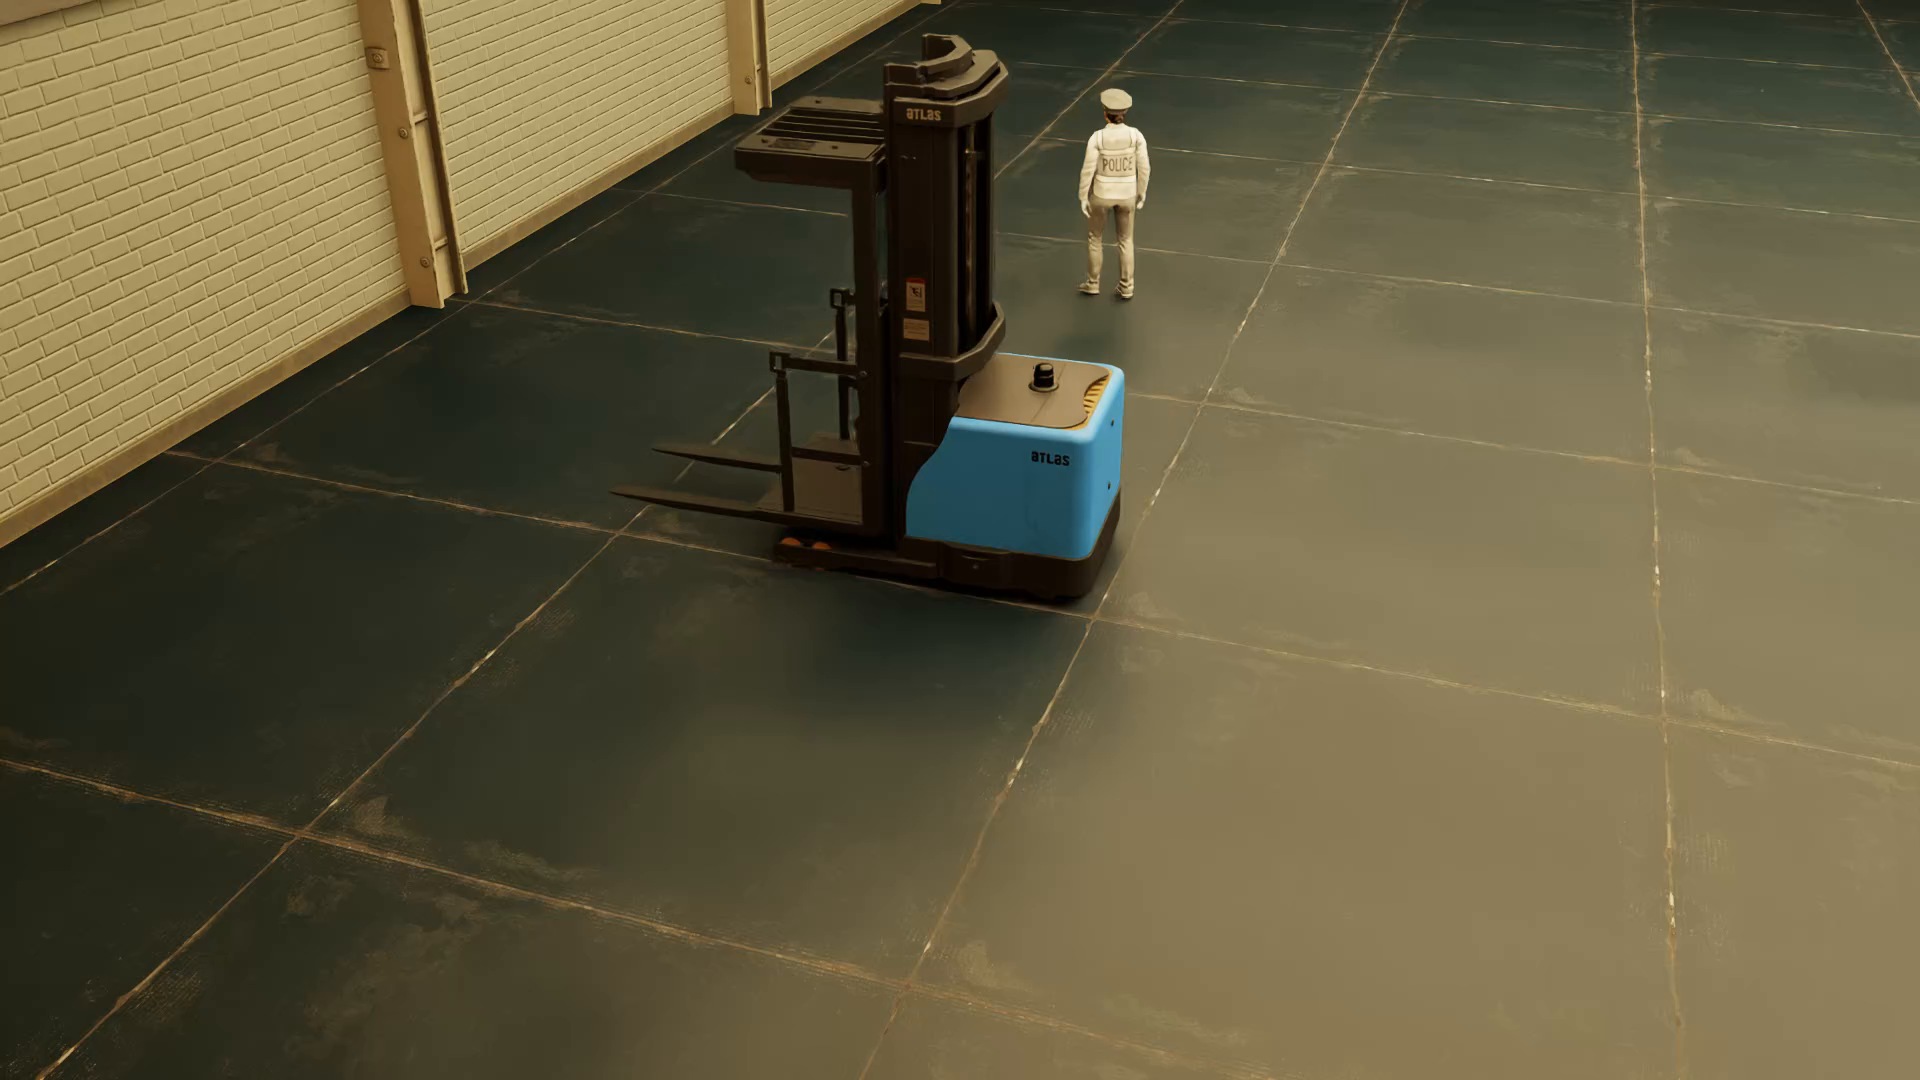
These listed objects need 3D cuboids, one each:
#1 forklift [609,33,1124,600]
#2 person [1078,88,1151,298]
[{"bbox_3d":[-0.603,-1.333,9.474,3.031,2.935,1.130,8,31,14],"label":"forklift"},{"bbox_3d":[1.207,-2.739,13.231,0.567,1.713,0.452,-3,30,-5],"label":"person"}]
